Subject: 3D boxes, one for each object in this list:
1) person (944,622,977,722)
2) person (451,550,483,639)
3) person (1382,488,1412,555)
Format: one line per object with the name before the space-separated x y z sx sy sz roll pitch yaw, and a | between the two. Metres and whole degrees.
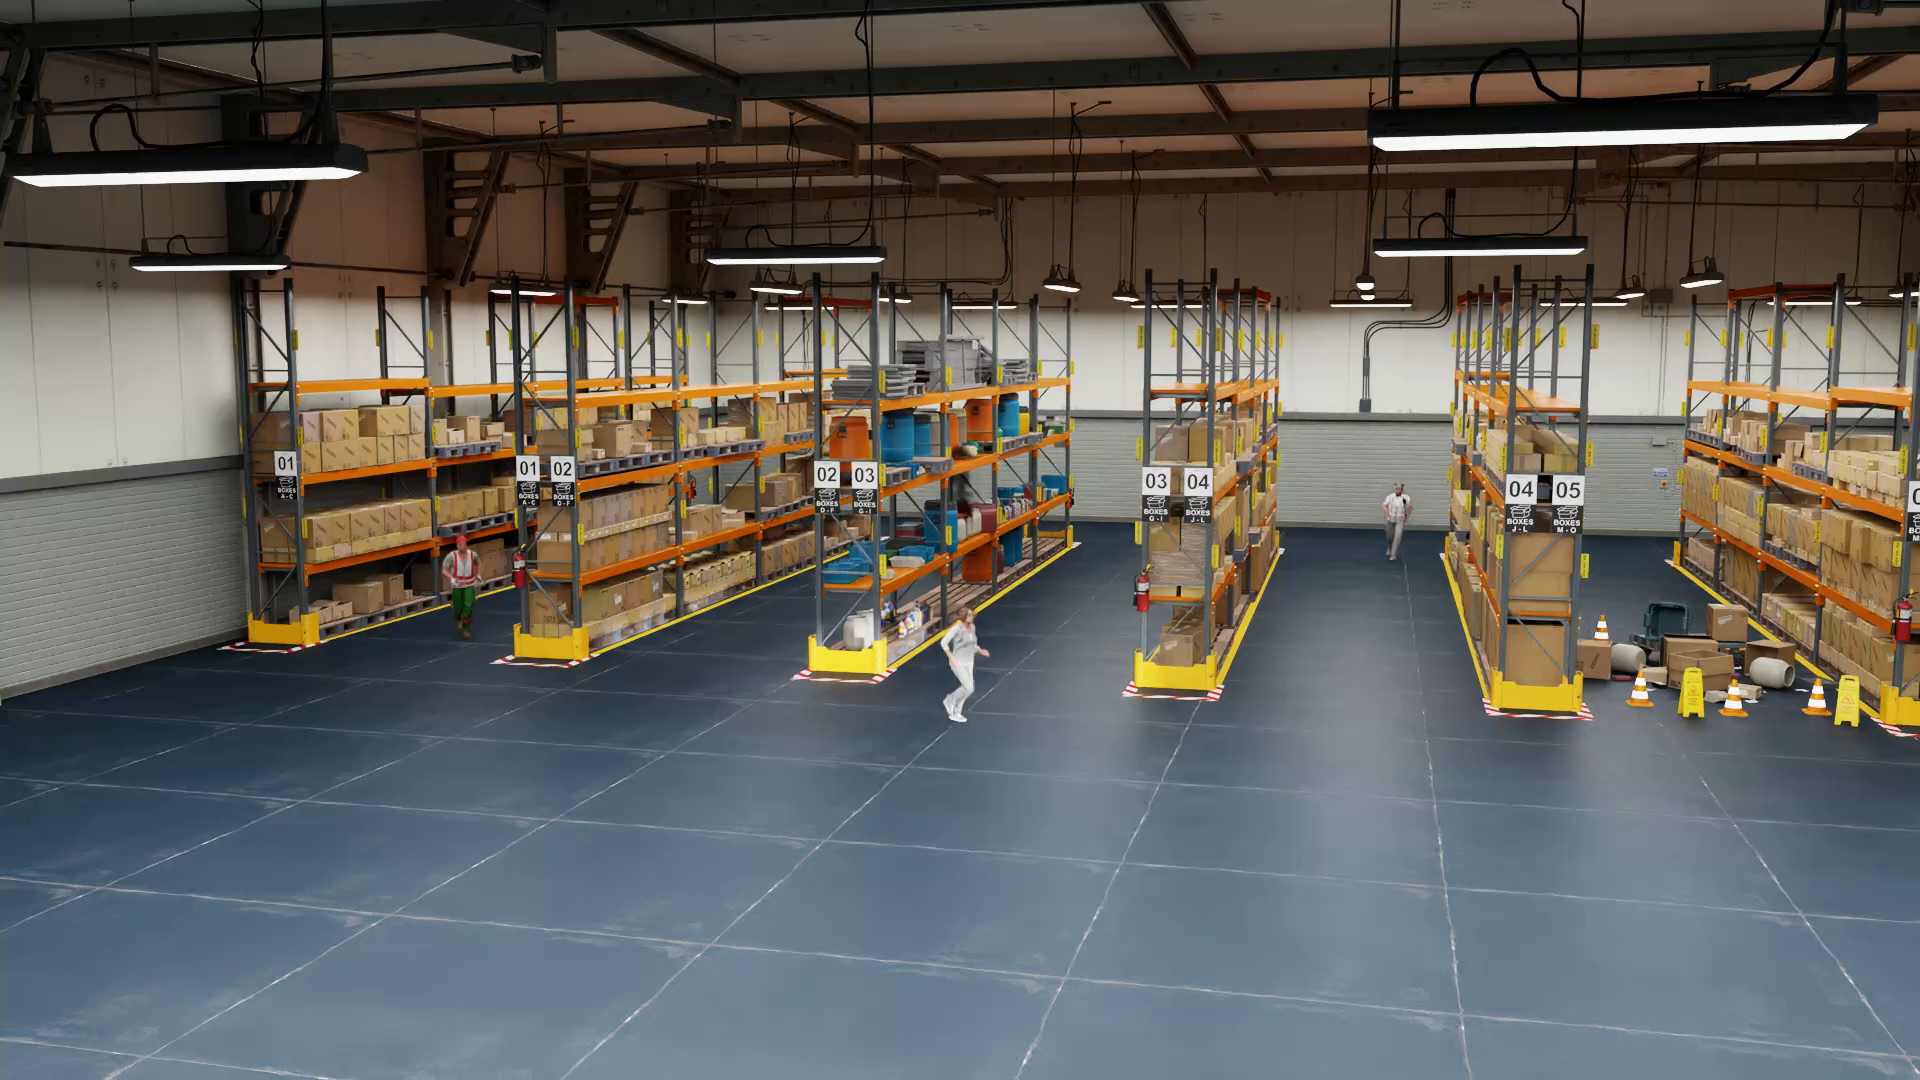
person | 0.023 1.733 21.840 0.477 1.330 0.345 6 9 40
person | -8.384 0.876 28.236 0.534 1.520 0.835 -3 7 -22
person | 9.995 -0.468 38.047 0.649 1.630 0.805 3 7 22
